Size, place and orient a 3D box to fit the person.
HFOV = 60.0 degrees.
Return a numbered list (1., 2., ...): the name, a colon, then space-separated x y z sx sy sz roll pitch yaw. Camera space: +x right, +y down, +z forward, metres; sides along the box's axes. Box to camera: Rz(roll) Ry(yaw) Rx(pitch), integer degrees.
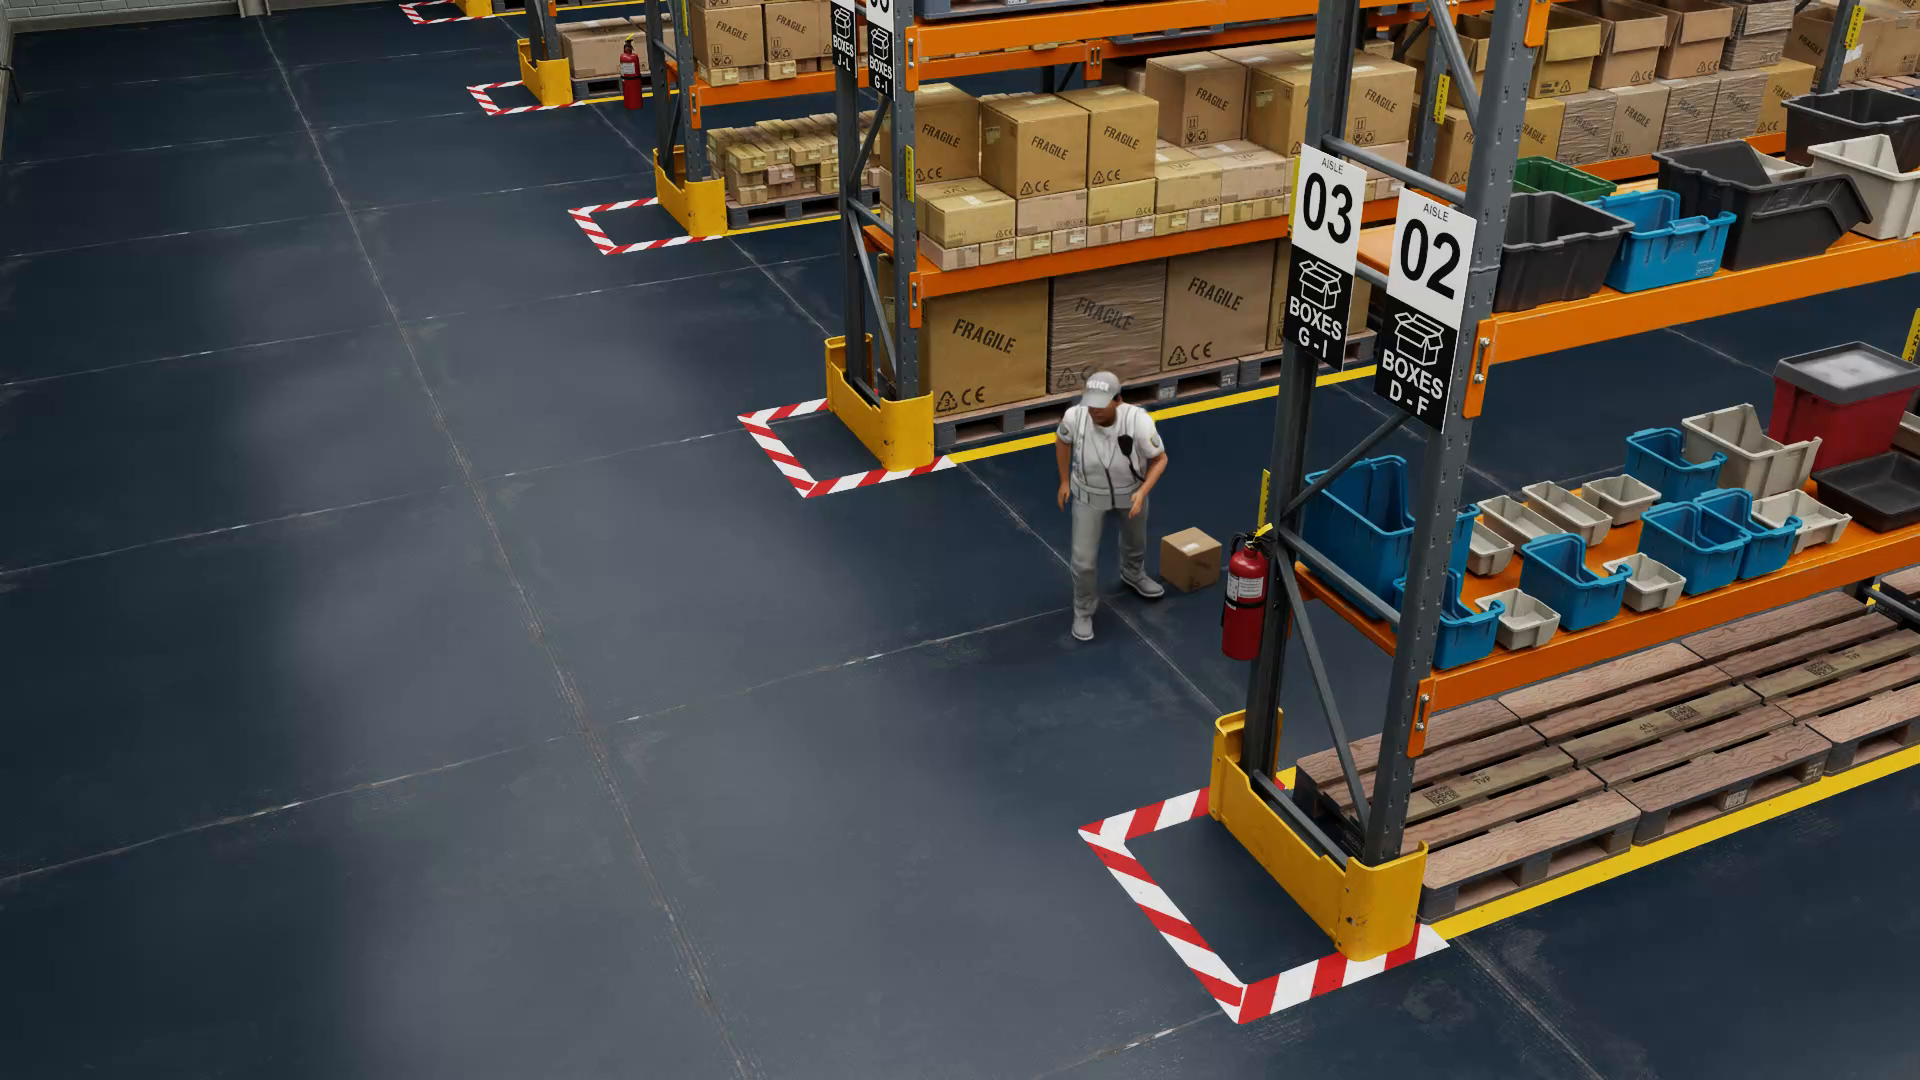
1. person: 0.843 -0.236 8.934 0.658 1.596 0.832 -1 30 -1
